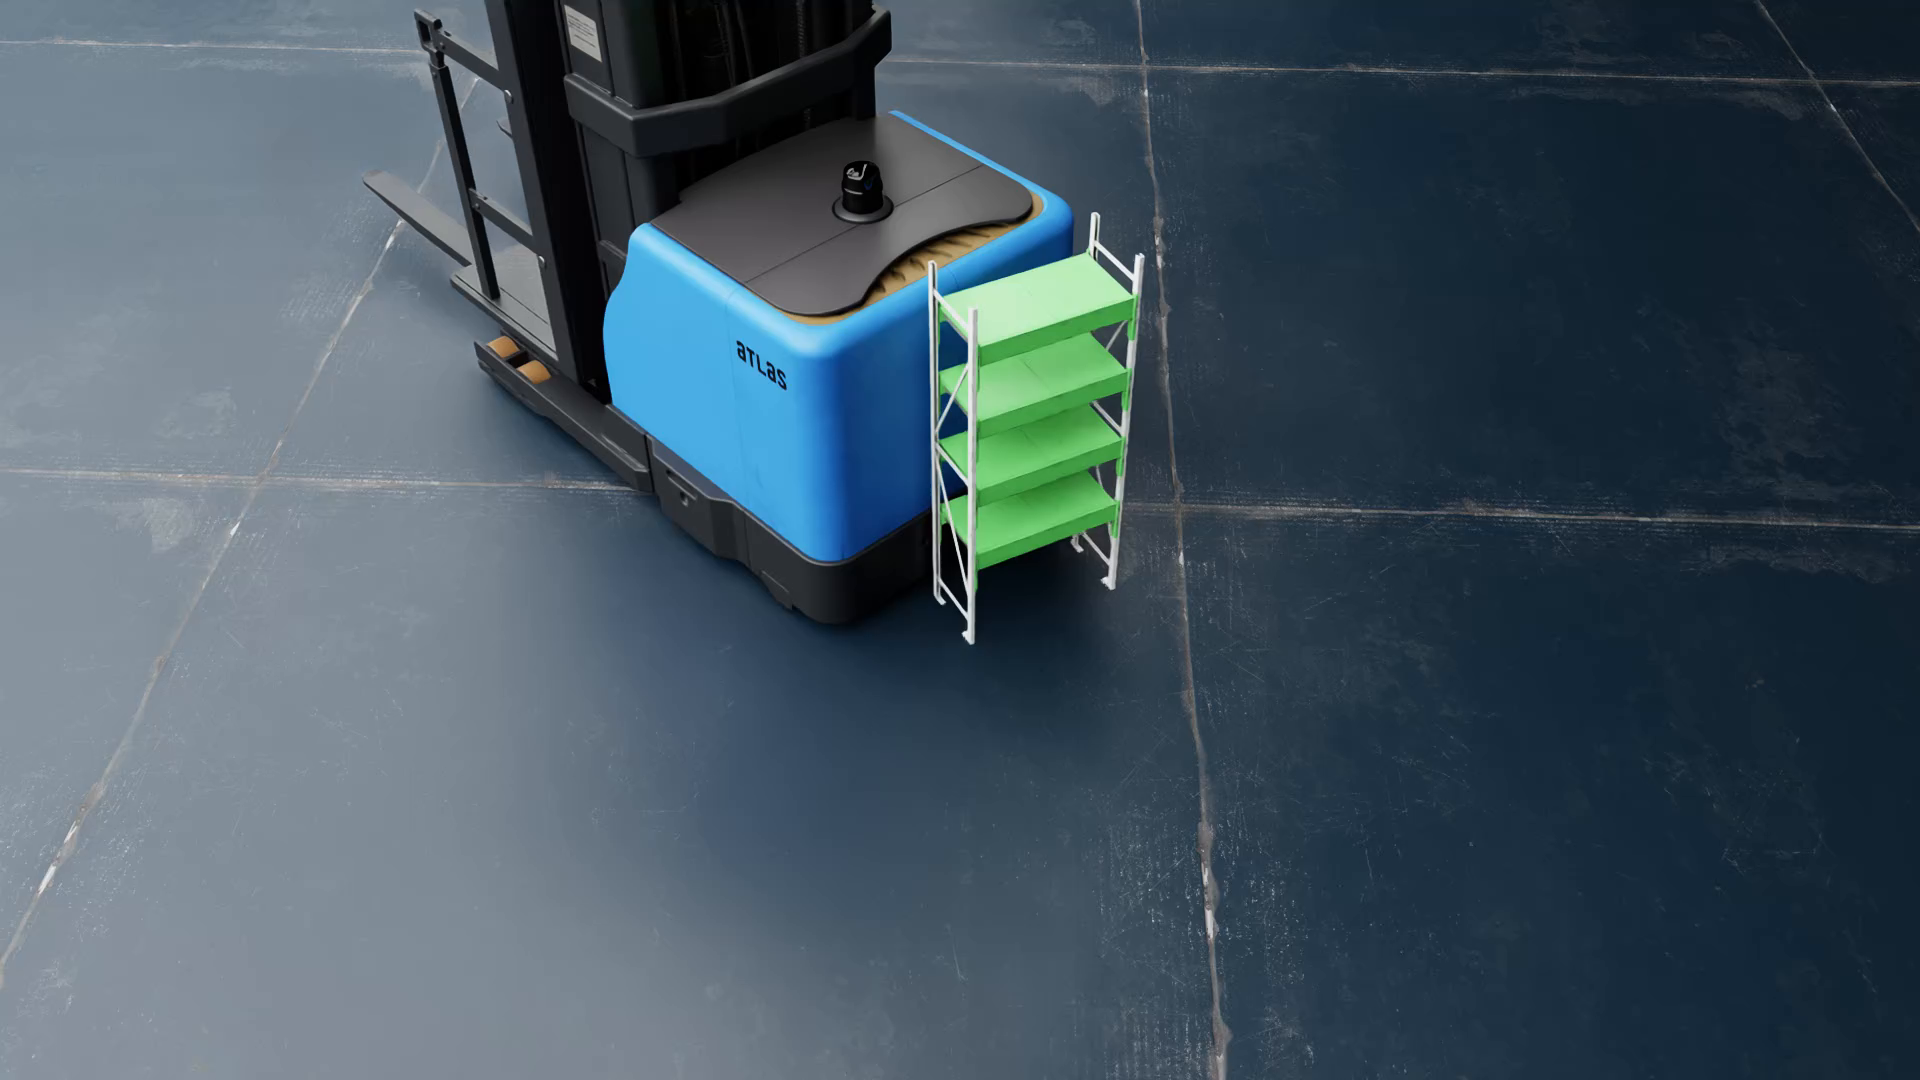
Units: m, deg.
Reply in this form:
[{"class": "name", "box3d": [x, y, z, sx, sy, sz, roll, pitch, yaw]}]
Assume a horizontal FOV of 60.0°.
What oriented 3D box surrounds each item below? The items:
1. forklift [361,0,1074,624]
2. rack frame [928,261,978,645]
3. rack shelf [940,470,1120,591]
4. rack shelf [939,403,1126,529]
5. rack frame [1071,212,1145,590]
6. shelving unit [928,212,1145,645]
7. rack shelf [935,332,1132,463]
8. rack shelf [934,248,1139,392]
[{"class": "forklift", "box3d": [-1.038, -1.736, 4.964, 1.130, 2.935, 3.031, -33, 52, -30]}, {"class": "rack frame", "box3d": [-0.018, -0.202, 4.587, 0.015, 1.200, 0.240, -20, 47, -20]}, {"class": "rack shelf", "box3d": [0.197, -0.058, 4.878, 0.480, 0.148, 0.258, -20, 47, -20]}, {"class": "rack shelf", "box3d": [0.197, -0.234, 4.715, 0.480, 0.148, 0.258, -20, 47, -20]}, {"class": "rack frame", "box3d": [0.412, -0.359, 4.755, 0.015, 1.200, 0.240, -20, 47, -20]}, {"class": "shelving unit", "box3d": [0.197, -0.281, 4.671, 0.503, 1.200, 0.258, -20, 47, -20]}, {"class": "rack shelf", "box3d": [0.197, -0.410, 4.551, 0.480, 0.148, 0.258, -20, 47, -20]}, {"class": "rack shelf", "box3d": [0.197, -0.585, 4.388, 0.480, 0.148, 0.258, -20, 47, -20]}]
